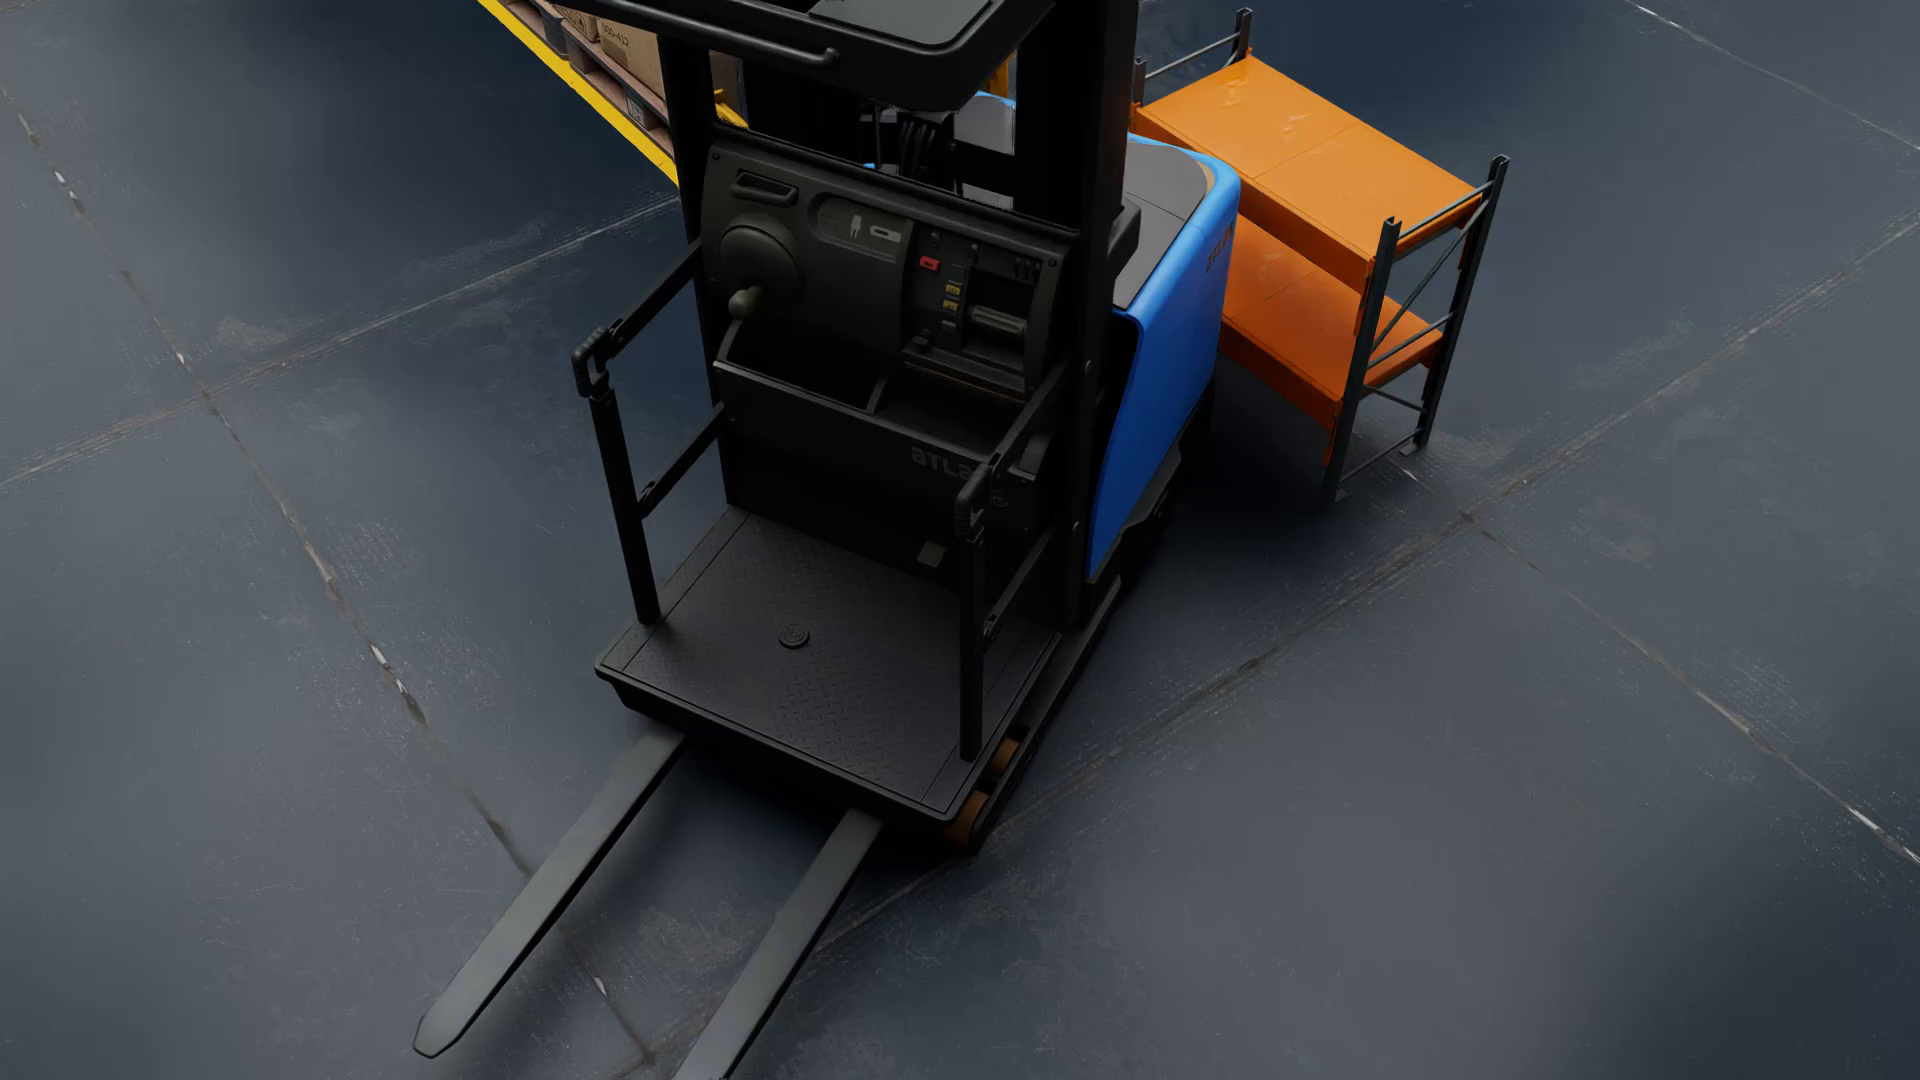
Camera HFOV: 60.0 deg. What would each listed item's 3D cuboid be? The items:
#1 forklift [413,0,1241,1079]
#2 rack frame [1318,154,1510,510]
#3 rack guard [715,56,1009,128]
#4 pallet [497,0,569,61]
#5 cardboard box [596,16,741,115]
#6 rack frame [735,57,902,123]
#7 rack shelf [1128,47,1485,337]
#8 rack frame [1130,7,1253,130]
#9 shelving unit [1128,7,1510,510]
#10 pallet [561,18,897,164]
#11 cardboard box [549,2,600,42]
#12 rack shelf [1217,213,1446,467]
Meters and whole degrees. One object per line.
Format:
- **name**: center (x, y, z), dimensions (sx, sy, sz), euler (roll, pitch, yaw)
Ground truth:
- **forklift**: center (-0.293, -0.537, 3.758), dimensions (1.130, 2.935, 3.031), euler (21, 51, 18)
- **rack frame**: center (1.356, -0.597, 5.032), dimensions (0.500, 1.125, 0.032), euler (-31, 55, -25)
- **rack guard**: center (-0.353, -1.612, 6.374), dimensions (1.175, 0.500, 0.348), euler (-29, 54, -24)
- **pallet**: center (-1.648, -2.684, 7.541), dimensions (1.003, 0.211, 1.213), euler (-29, 54, -24)
- **cardboard box**: center (-0.847, -2.090, 6.566), dimensions (0.875, 0.438, 0.875), euler (-31, 55, -25)
- **rack frame**: center (-0.367, -2.465, 5.460), dimensions (1.000, 3.000, 0.127), euler (-29, 54, -24)
- **rack shelf**: center (1.038, -1.088, 5.082), dimensions (0.538, 0.278, 1.000), euler (-31, 55, -25)
- **rack frame**: center (0.721, -1.185, 5.565), dimensions (0.500, 1.125, 0.032), euler (-31, 55, -25)
- **shelving unit**: center (1.038, -0.891, 5.299), dimensions (0.538, 1.125, 1.048), euler (-31, 55, -25)
- **pallet**: center (-0.914, -1.965, 6.889), dimensions (1.003, 0.211, 1.213), euler (-29, 54, -24)
- **cardboard box**: center (-1.407, -2.626, 7.052), dimensions (0.875, 0.438, 0.875), euler (-28, 54, -23)
- **rack shelf**: center (1.038, -0.727, 5.480), dimensions (0.538, 0.278, 1.000), euler (-31, 55, -25)
